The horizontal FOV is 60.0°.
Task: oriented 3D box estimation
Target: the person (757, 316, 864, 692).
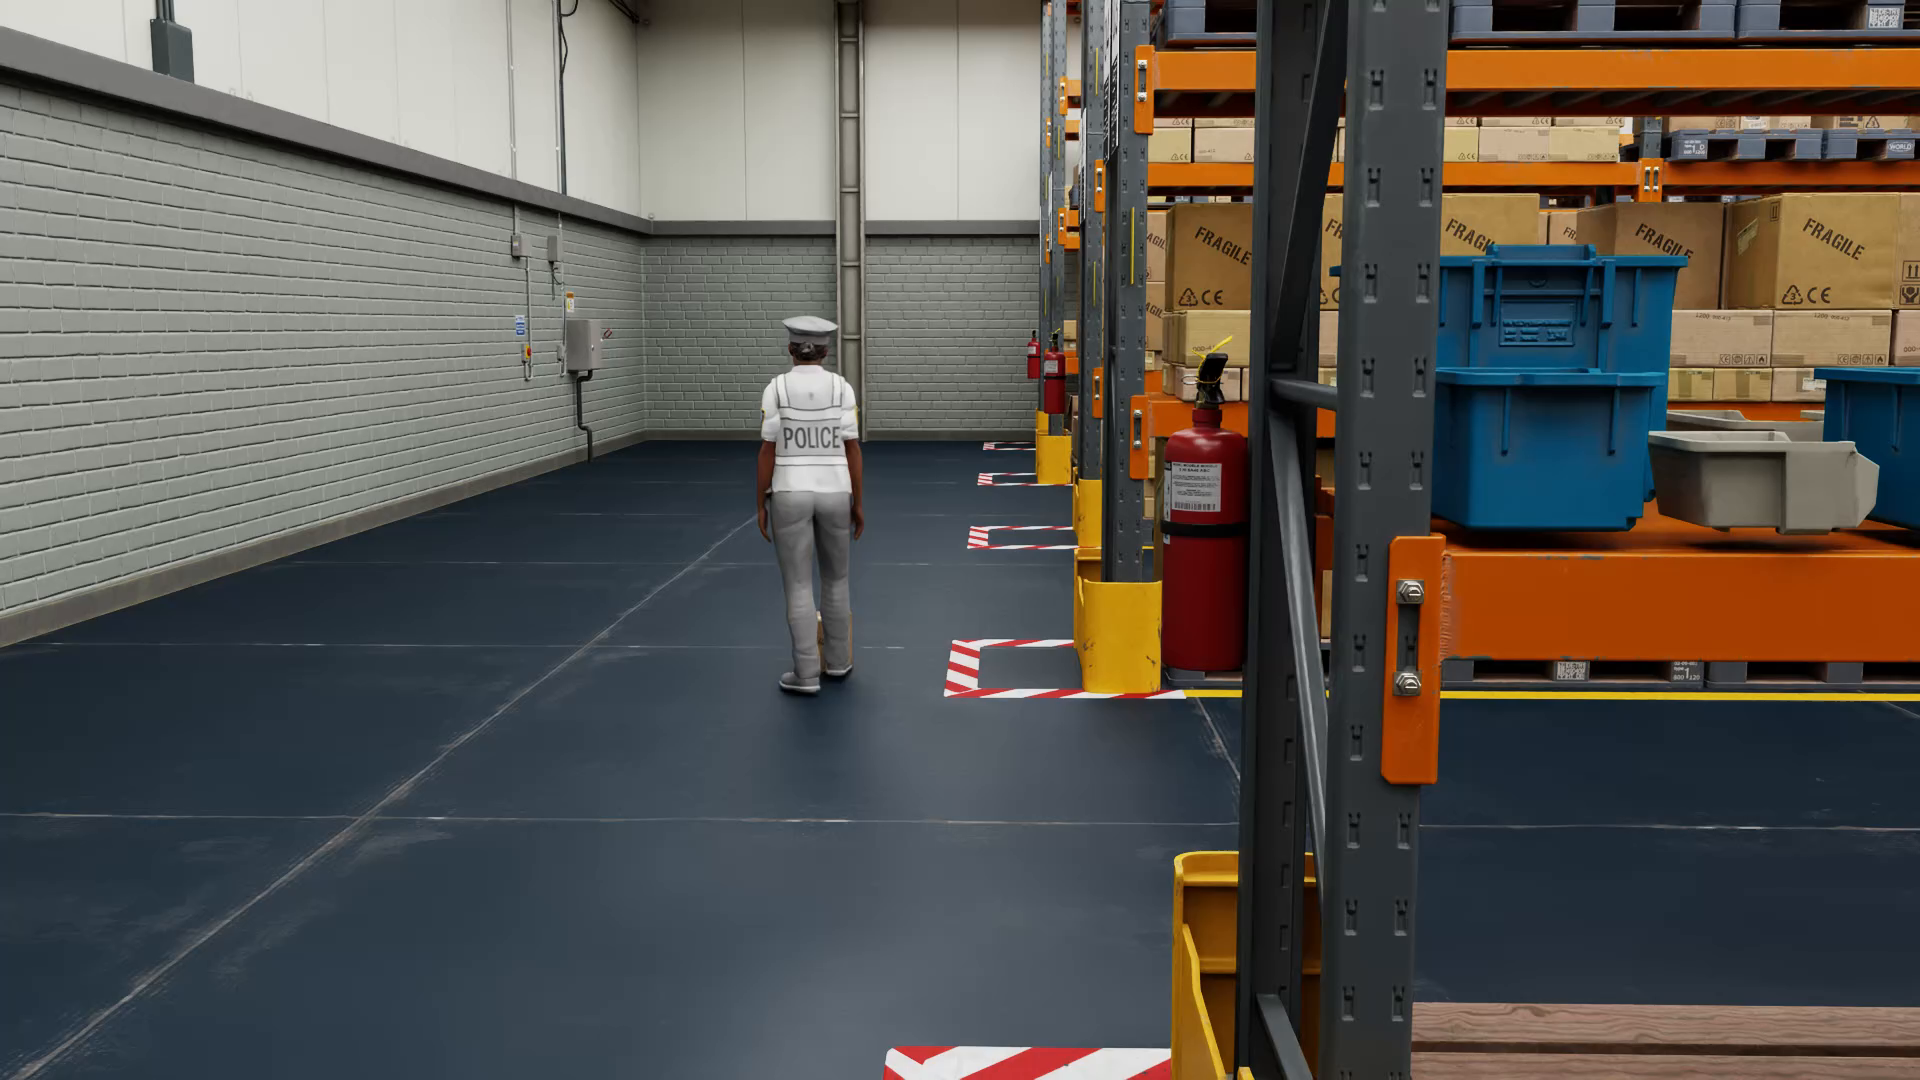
[{"bbox_3d":[-0.691,-0.174,7.517,0.487,1.665,0.582,-2,8,-16],"label":"person"}]
